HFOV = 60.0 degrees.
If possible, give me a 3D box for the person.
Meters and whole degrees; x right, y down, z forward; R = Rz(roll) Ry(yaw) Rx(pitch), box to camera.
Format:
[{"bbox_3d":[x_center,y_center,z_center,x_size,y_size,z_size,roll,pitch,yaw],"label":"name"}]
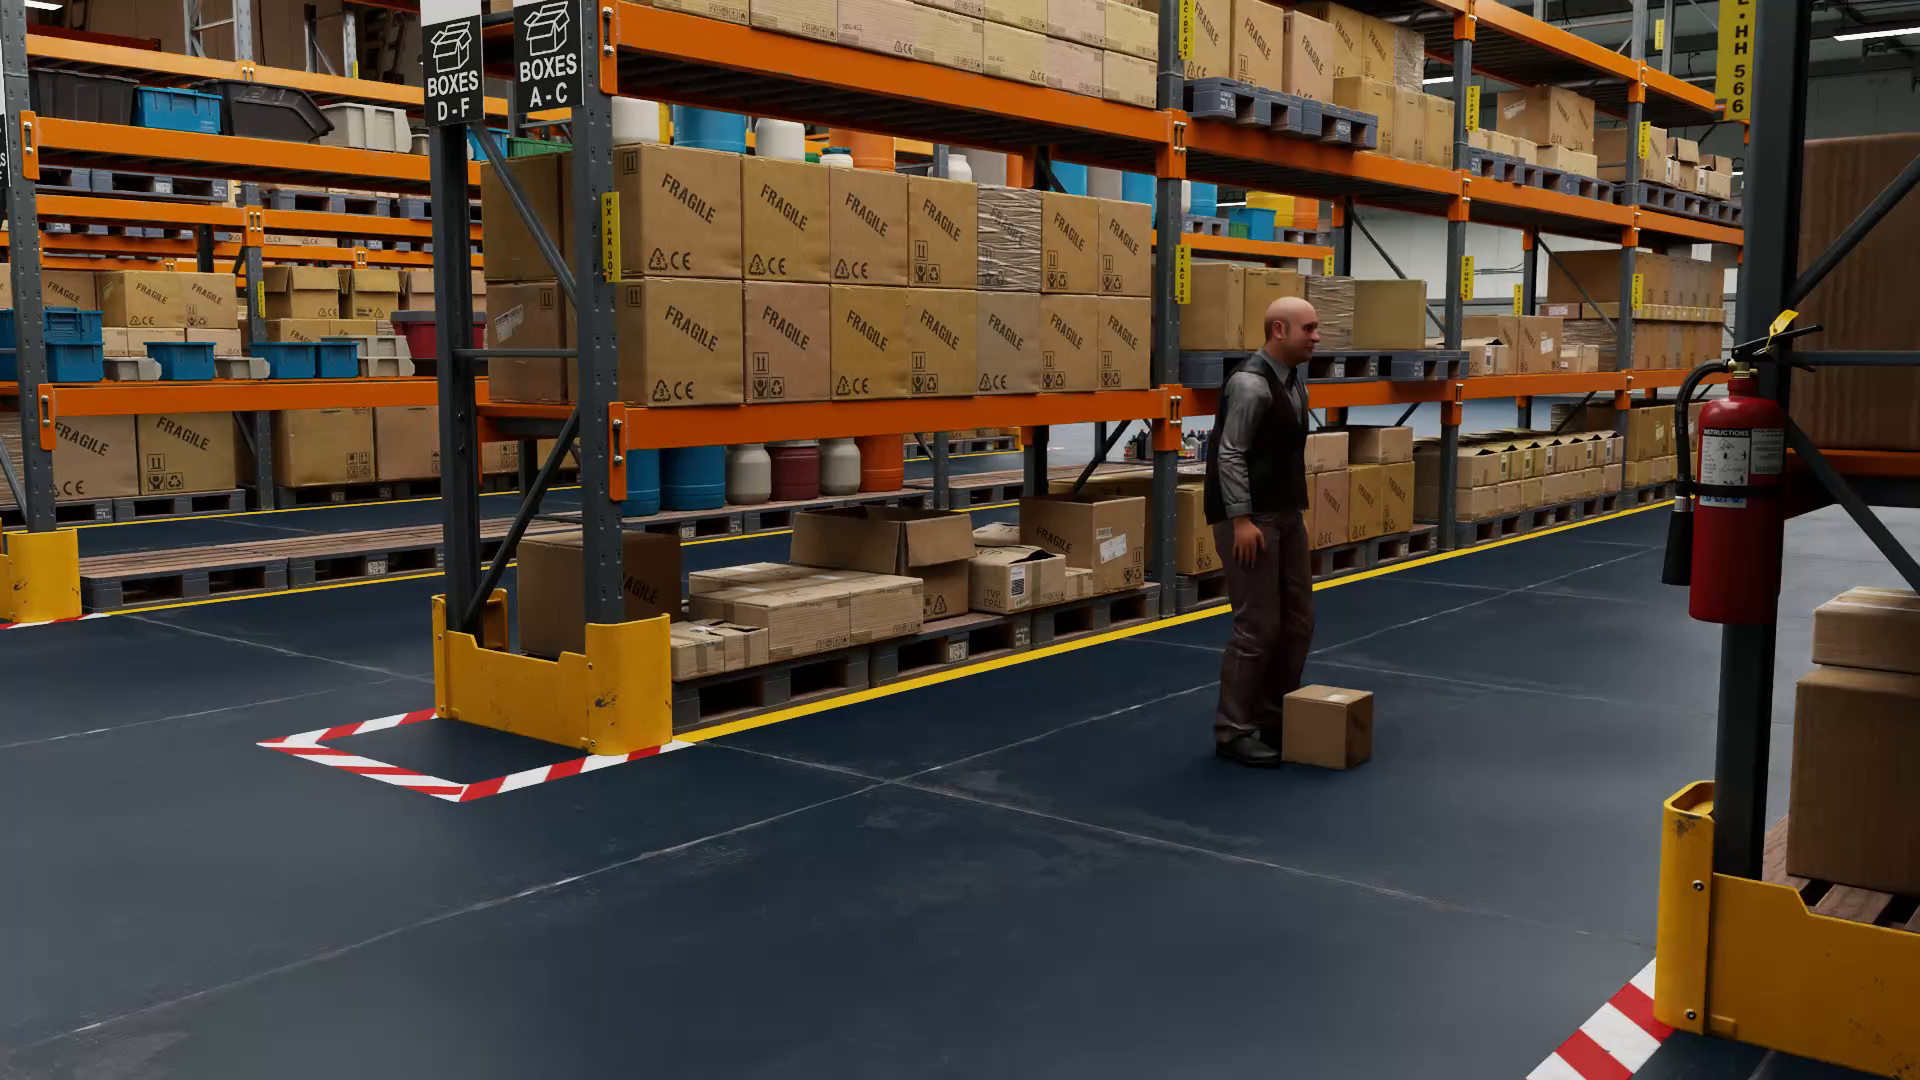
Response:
[{"bbox_3d":[1.169,-0.051,6.281,0.475,1.719,0.581,5,8,36],"label":"person"}]
